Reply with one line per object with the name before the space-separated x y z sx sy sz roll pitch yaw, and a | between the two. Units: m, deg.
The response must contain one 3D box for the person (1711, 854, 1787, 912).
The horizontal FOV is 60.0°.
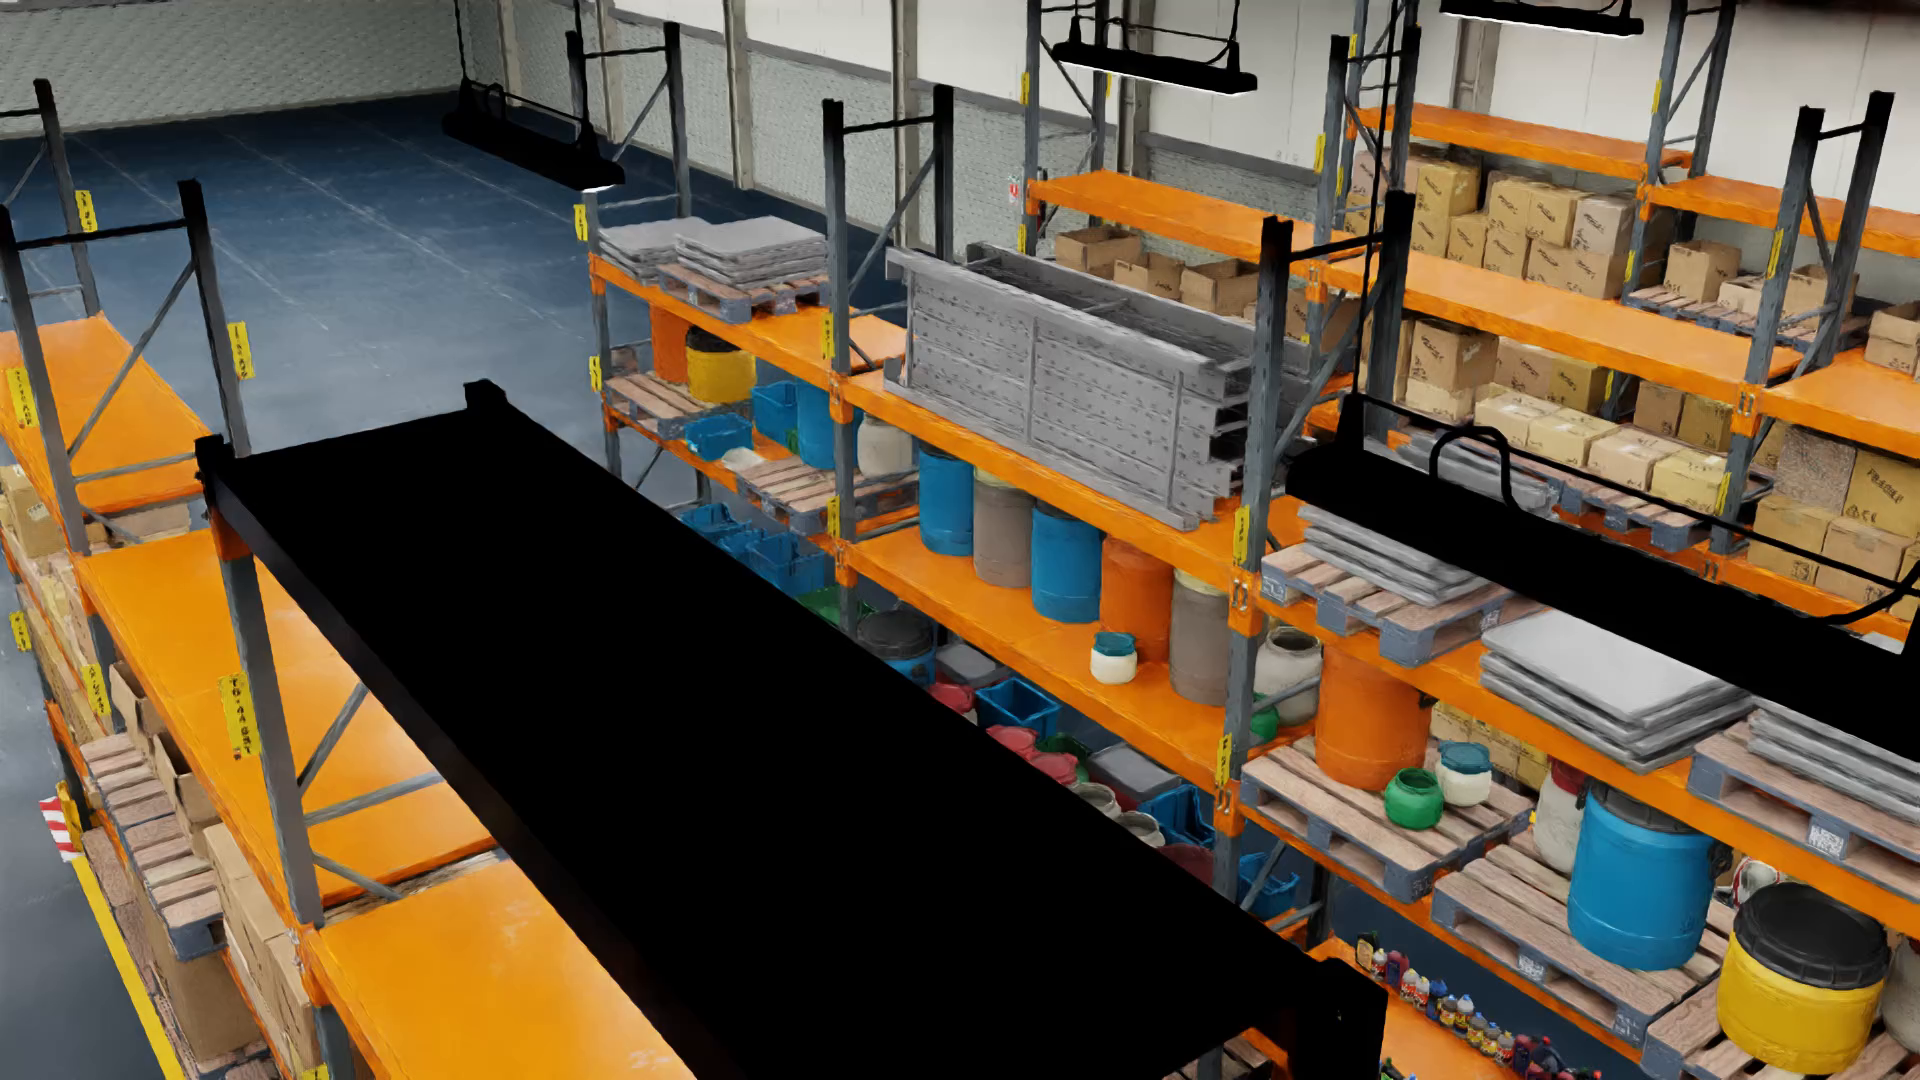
person | 5.369 2.565 11.347 0.528 1.727 1.028 -22 33 -39
